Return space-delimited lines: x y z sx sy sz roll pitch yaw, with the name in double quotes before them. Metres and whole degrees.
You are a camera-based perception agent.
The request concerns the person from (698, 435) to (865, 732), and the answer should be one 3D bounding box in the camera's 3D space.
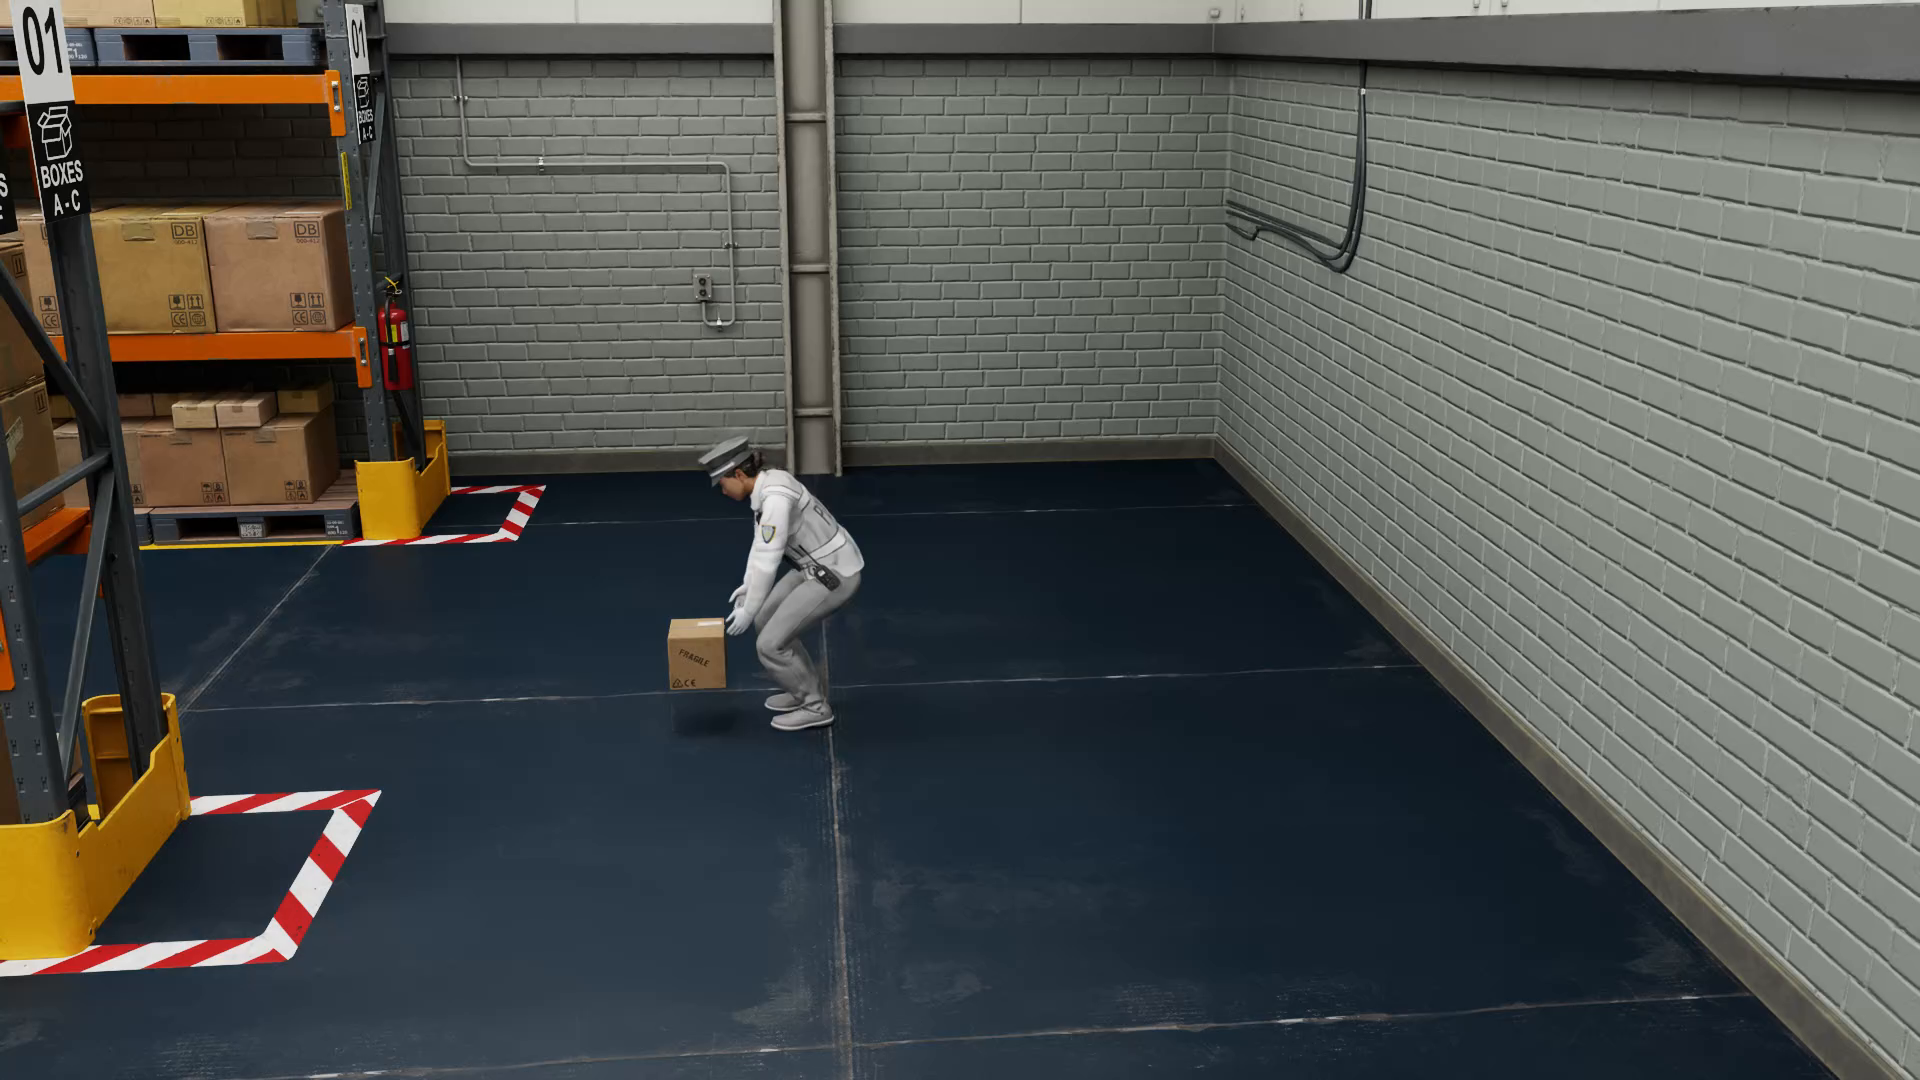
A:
"person" -0.790 0.188 7.479 0.723 1.349 0.535 -2 17 -5
